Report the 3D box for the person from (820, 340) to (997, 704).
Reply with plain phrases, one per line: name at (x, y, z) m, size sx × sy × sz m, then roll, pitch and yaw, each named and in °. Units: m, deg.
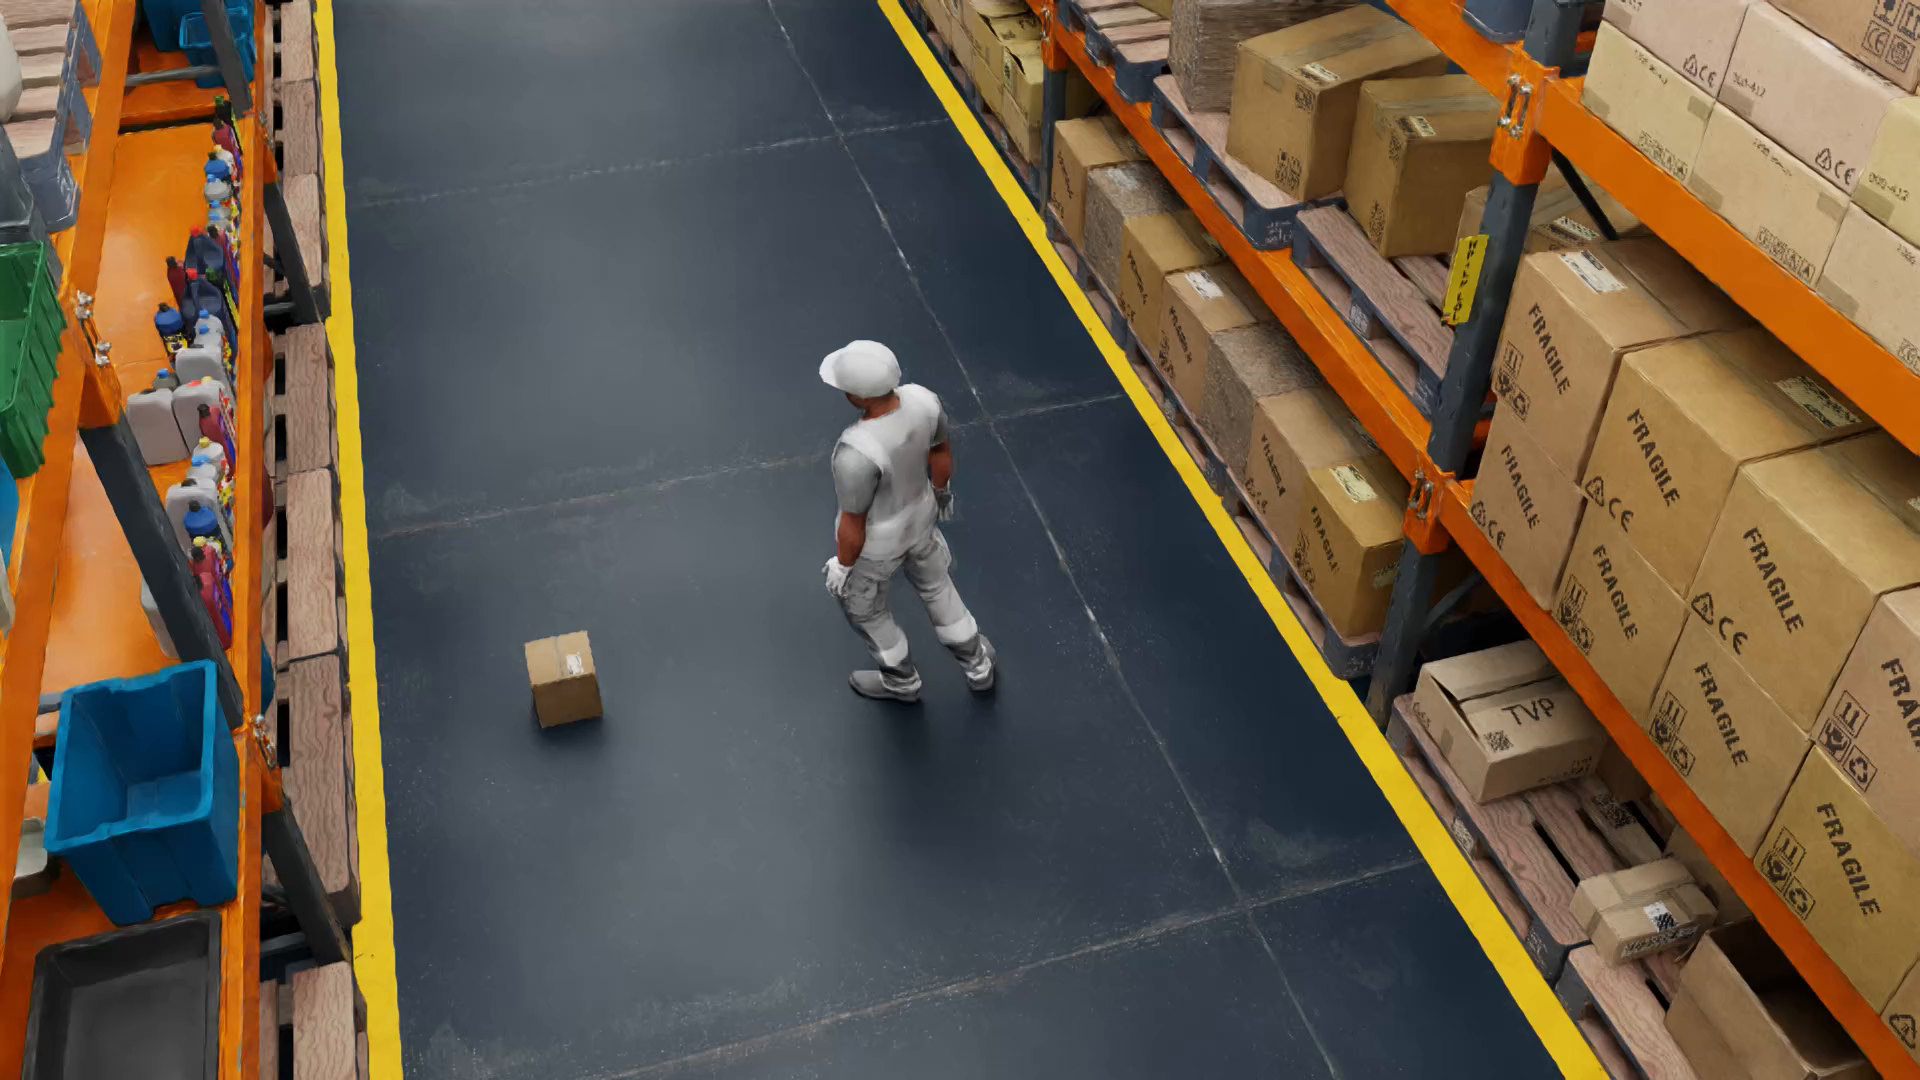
person at (-0.169, -0.041, 6.202) m, size 0.508 × 1.764 × 0.721 m, roll 28°, pitch 49°, yaw 28°
